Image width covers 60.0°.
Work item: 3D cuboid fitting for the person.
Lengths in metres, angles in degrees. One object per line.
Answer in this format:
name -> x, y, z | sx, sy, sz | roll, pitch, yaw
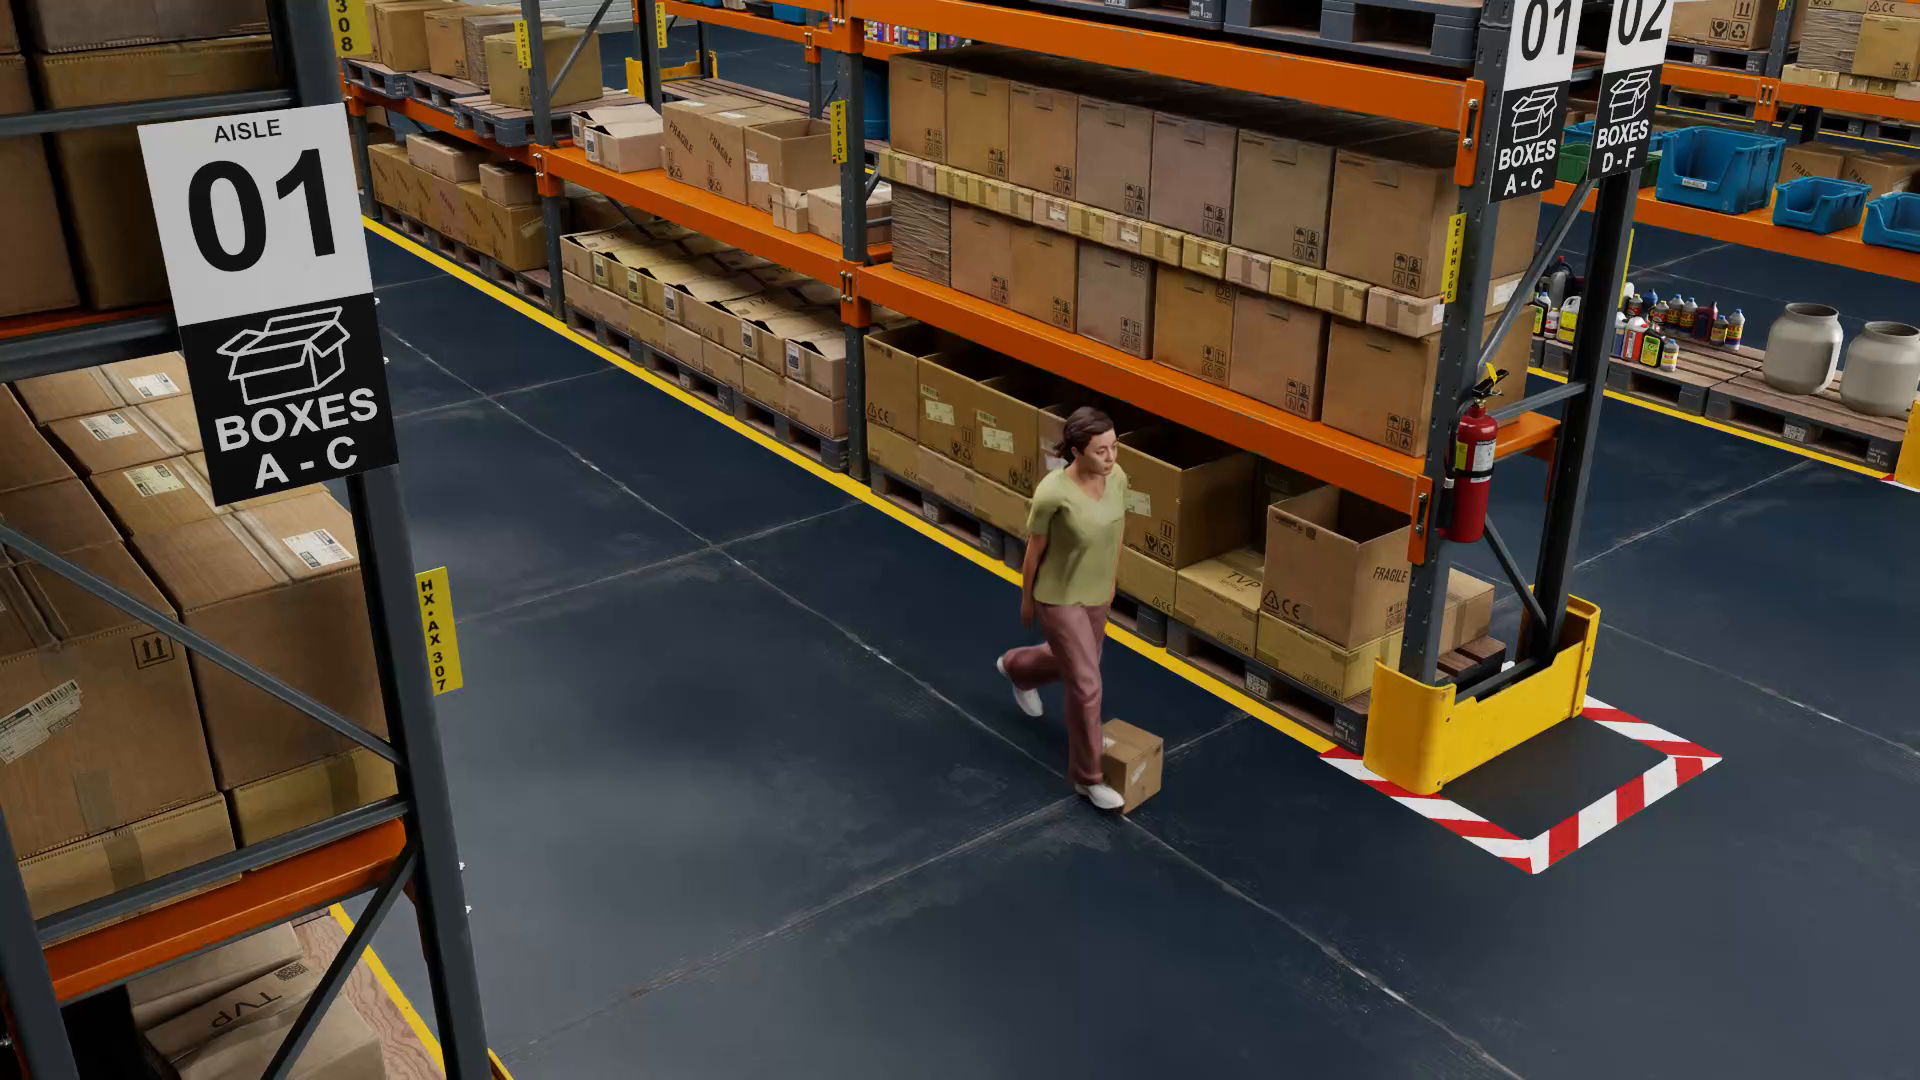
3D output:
person -> 0.429, 0.187, 6.687 | 0.451, 1.629, 0.967 | -17, 30, -32
